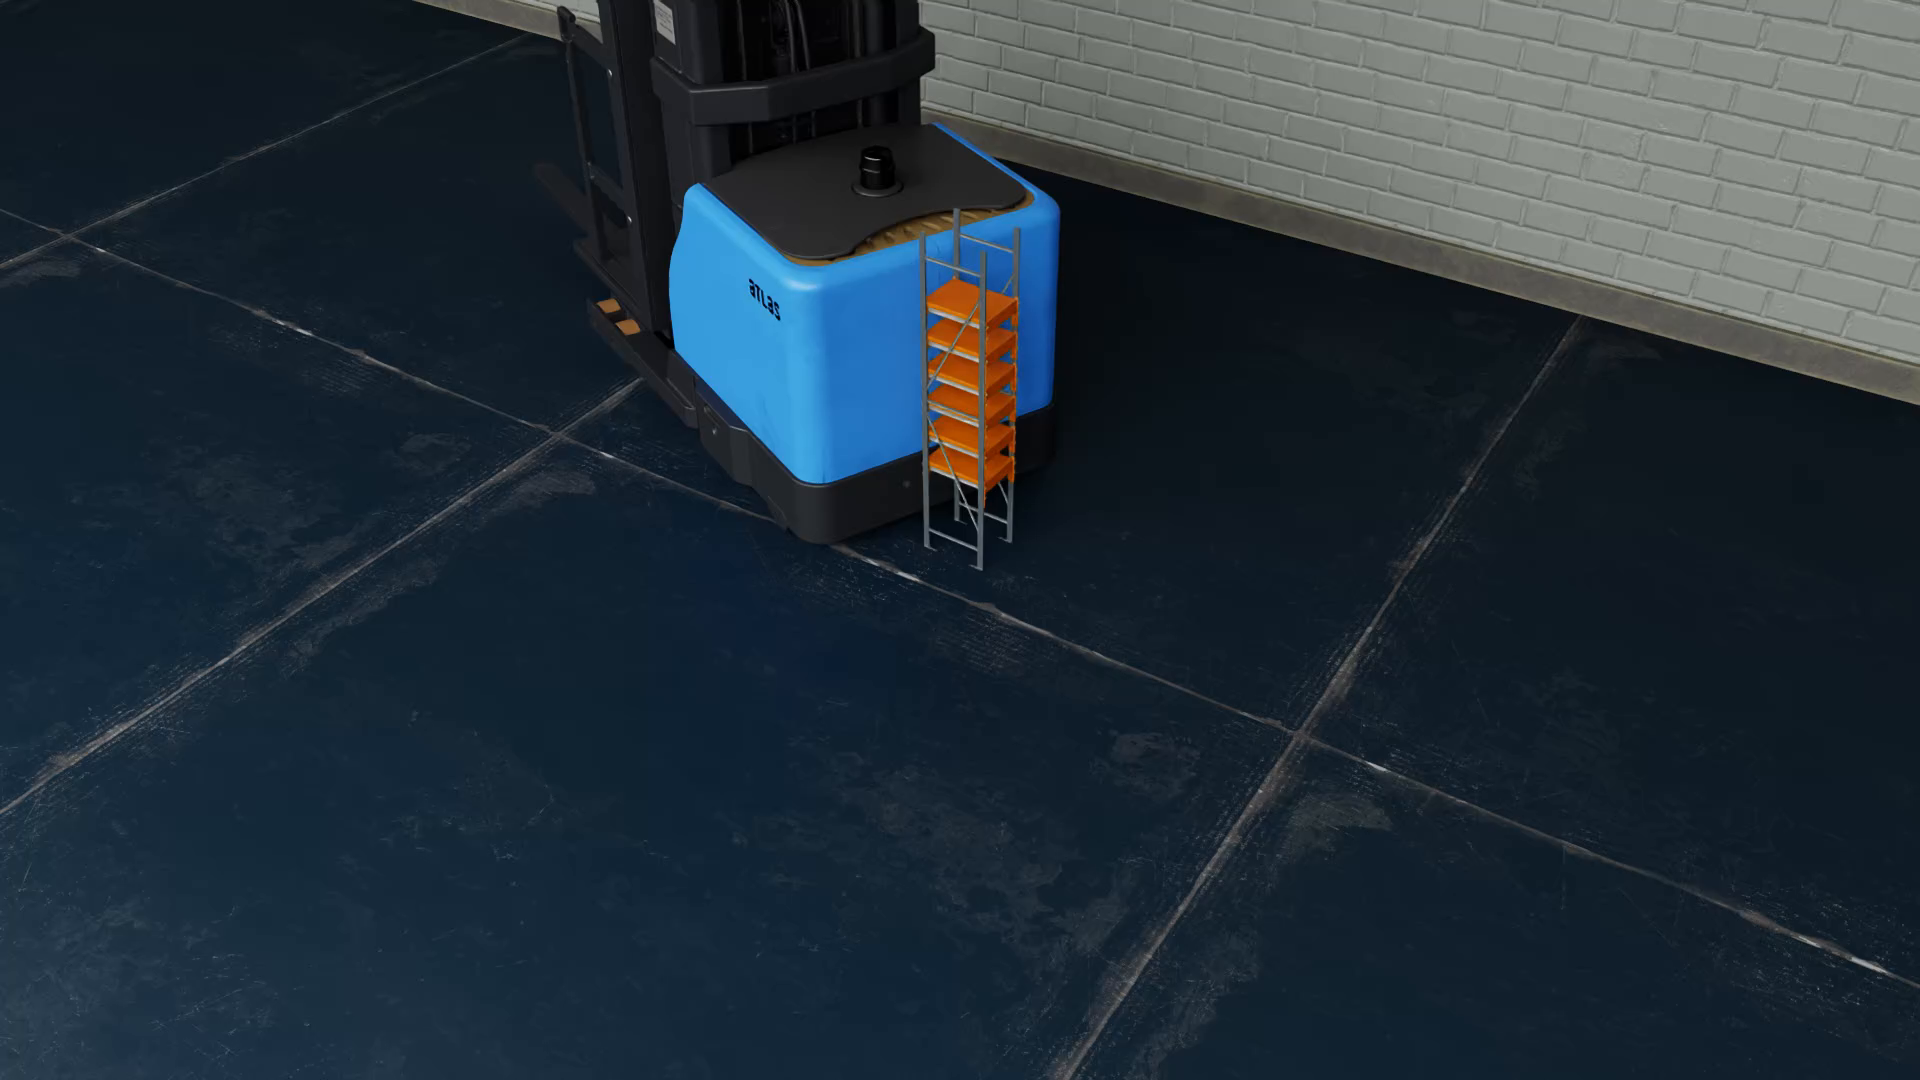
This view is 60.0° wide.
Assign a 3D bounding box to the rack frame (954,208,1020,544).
[{"bbox_3d":[0.081,-0.503,5.420,0.240,1.200,0.006,23,43,26],"label":"rack frame"}]

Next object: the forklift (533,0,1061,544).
[{"bbox_3d":[-0.862,-2.018,5.967,1.130,2.935,3.031,-21,42,-25],"label":"forklift"}]

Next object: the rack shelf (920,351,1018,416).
[{"bbox_3d":[0.029,-0.517,5.314,0.258,0.103,0.180,23,43,26],"label":"rack shelf"}]

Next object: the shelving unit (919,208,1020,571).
[{"bbox_3d":[0.029,-0.457,5.360,0.258,1.200,0.189,23,43,26],"label":"shelving unit"}]

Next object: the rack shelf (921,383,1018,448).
[{"bbox_3d":[0.029,-0.422,5.388,0.258,0.103,0.180,23,43,26],"label":"rack shelf"}]

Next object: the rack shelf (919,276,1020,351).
[{"bbox_3d":[0.030,-0.707,5.168,0.258,0.103,0.180,23,43,26],"label":"rack shelf"}]

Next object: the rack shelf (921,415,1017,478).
[{"bbox_3d":[0.029,-0.327,5.461,0.258,0.103,0.180,23,43,26],"label":"rack shelf"}]

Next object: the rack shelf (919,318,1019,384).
[{"bbox_3d":[0.030,-0.612,5.241,0.258,0.103,0.180,23,43,26],"label":"rack shelf"}]

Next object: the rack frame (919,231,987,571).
[{"bbox_3d":[-0.022,-0.411,5.300,0.240,1.200,0.006,23,43,26],"label":"rack frame"}]

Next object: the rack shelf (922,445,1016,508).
[{"bbox_3d":[0.029,-0.232,5.534,0.258,0.103,0.180,23,43,26],"label":"rack shelf"}]
